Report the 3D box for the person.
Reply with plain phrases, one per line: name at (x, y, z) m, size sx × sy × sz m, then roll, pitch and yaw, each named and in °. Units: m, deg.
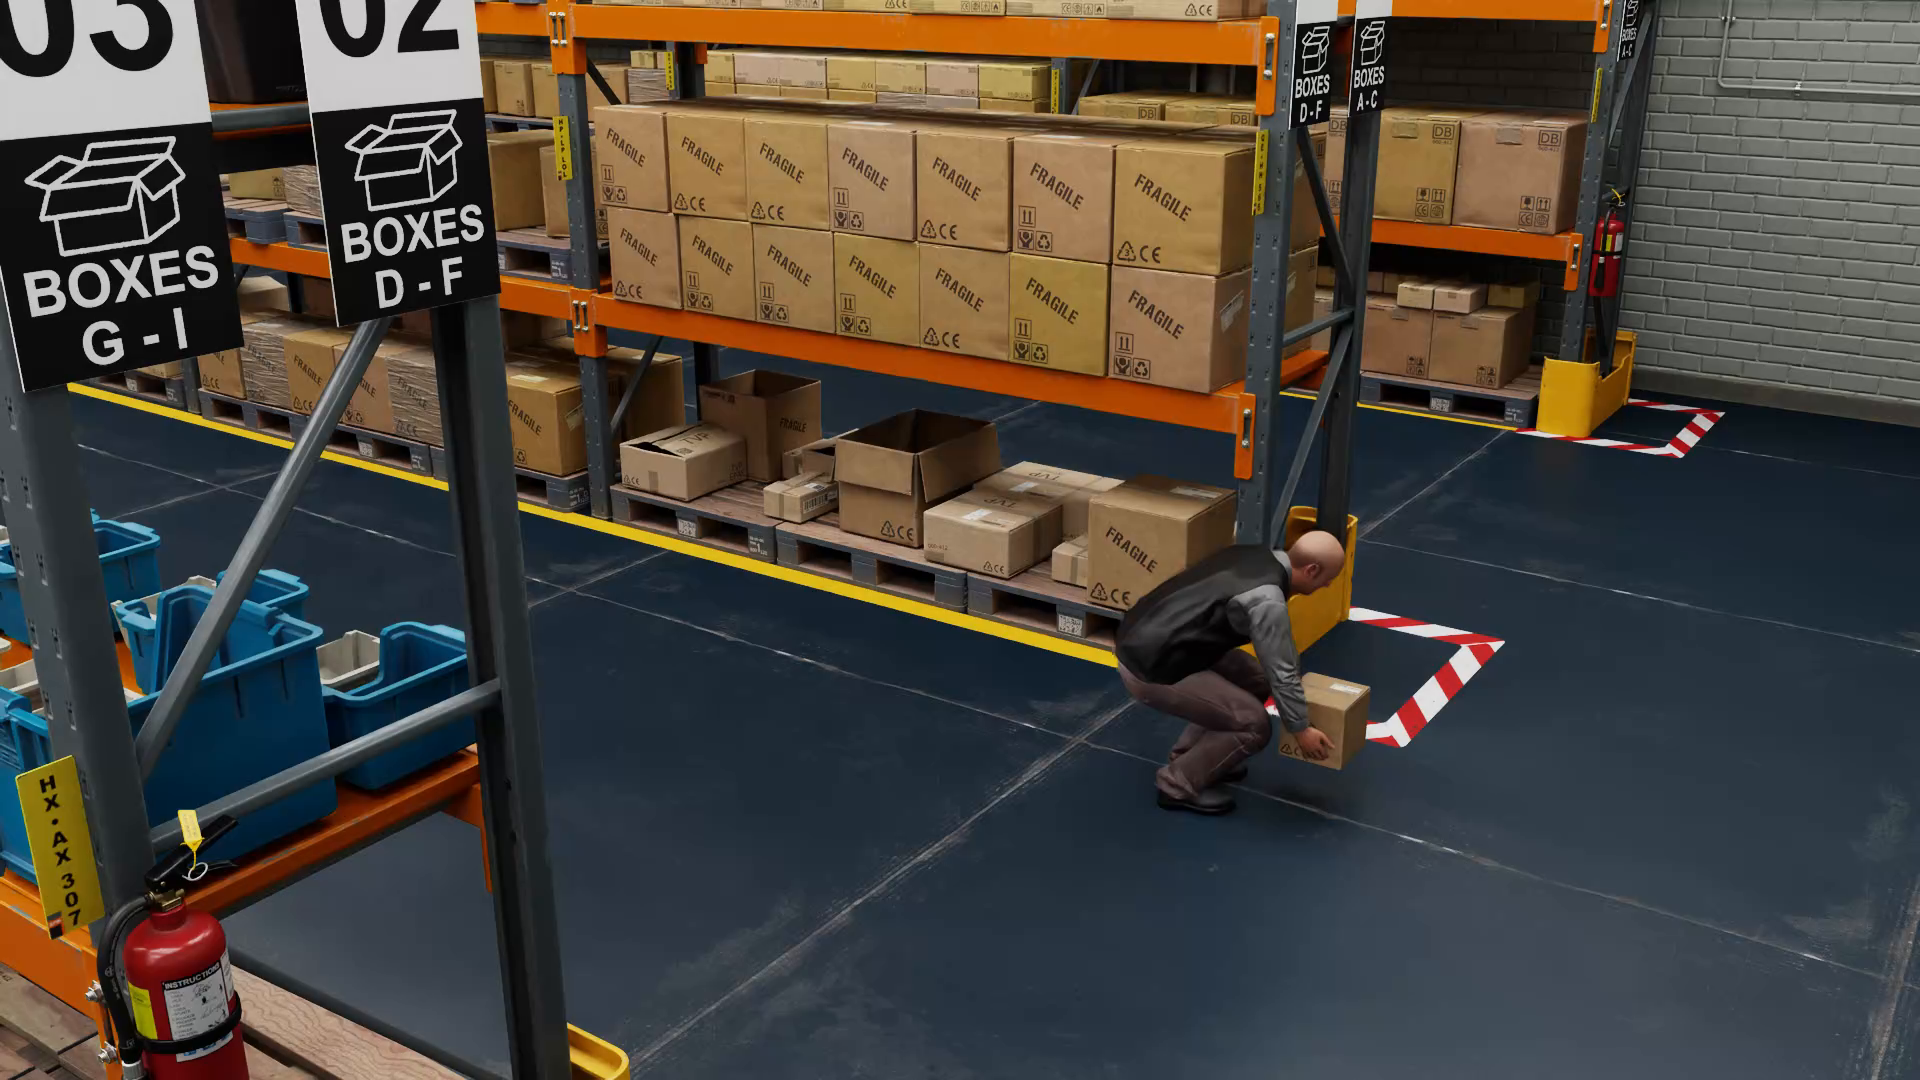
person at (1.004, 0.464, 6.297) m, size 0.829 × 1.062 × 0.553 m, roll 3°, pitch 20°, yaw 7°
